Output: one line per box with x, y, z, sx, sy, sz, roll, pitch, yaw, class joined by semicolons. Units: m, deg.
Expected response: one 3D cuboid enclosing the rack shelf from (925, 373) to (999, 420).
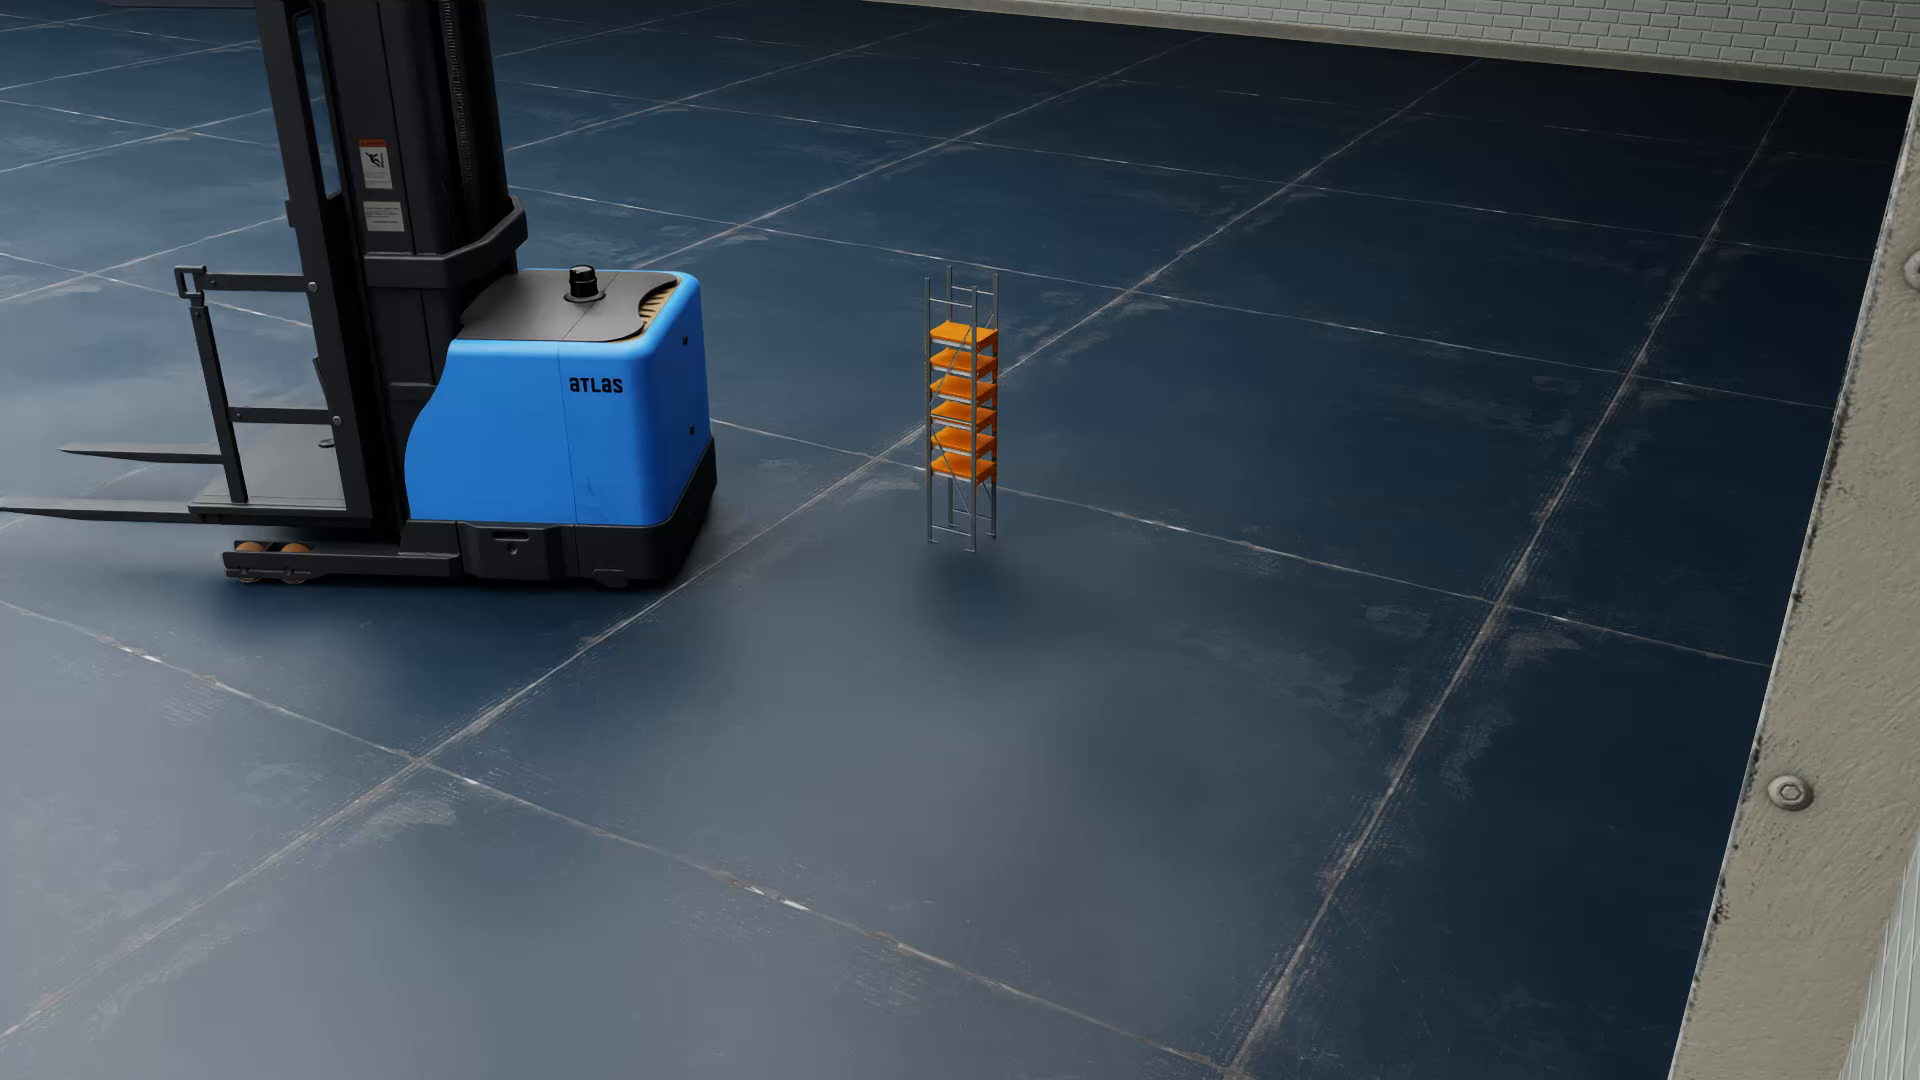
0.007;-0.610;7.035;0.258;0.103;0.180;14;30;26;rack shelf

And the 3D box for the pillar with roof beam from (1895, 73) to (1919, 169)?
3.910;-7.958;13.171;9.100;9.000;0.400;14;30;26;pillar with roof beam

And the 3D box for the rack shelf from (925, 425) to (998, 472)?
0.007;-0.395;7.143;0.258;0.103;0.180;14;30;26;rack shelf

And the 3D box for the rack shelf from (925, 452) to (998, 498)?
0.007;-0.288;7.197;0.258;0.103;0.180;14;30;26;rack shelf

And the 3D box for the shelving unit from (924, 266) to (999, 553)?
0.007;-0.542;7.069;0.258;1.200;0.189;14;30;26;shelving unit

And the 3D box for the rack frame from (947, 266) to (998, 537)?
0.052;-0.578;7.140;0.240;1.200;0.006;14;30;26;rack frame

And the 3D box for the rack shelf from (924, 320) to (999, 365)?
0.007;-0.824;6.928;0.258;0.103;0.180;14;30;26;rack shelf

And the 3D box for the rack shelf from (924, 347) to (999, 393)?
0.007;-0.717;6.982;0.258;0.103;0.180;14;30;26;rack shelf

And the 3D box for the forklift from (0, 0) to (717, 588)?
-2.662;-1.360;6.768;3.031;2.935;1.130;2;27;4;forklift

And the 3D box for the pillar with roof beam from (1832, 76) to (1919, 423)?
0.958;-5.619;8.500;9.100;9.000;0.400;14;30;26;pillar with roof beam

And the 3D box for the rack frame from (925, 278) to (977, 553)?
-0.038;-0.507;6.998;0.240;1.200;0.006;14;30;26;rack frame

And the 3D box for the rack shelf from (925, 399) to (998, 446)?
0.007;-0.502;7.089;0.258;0.103;0.180;14;30;26;rack shelf
